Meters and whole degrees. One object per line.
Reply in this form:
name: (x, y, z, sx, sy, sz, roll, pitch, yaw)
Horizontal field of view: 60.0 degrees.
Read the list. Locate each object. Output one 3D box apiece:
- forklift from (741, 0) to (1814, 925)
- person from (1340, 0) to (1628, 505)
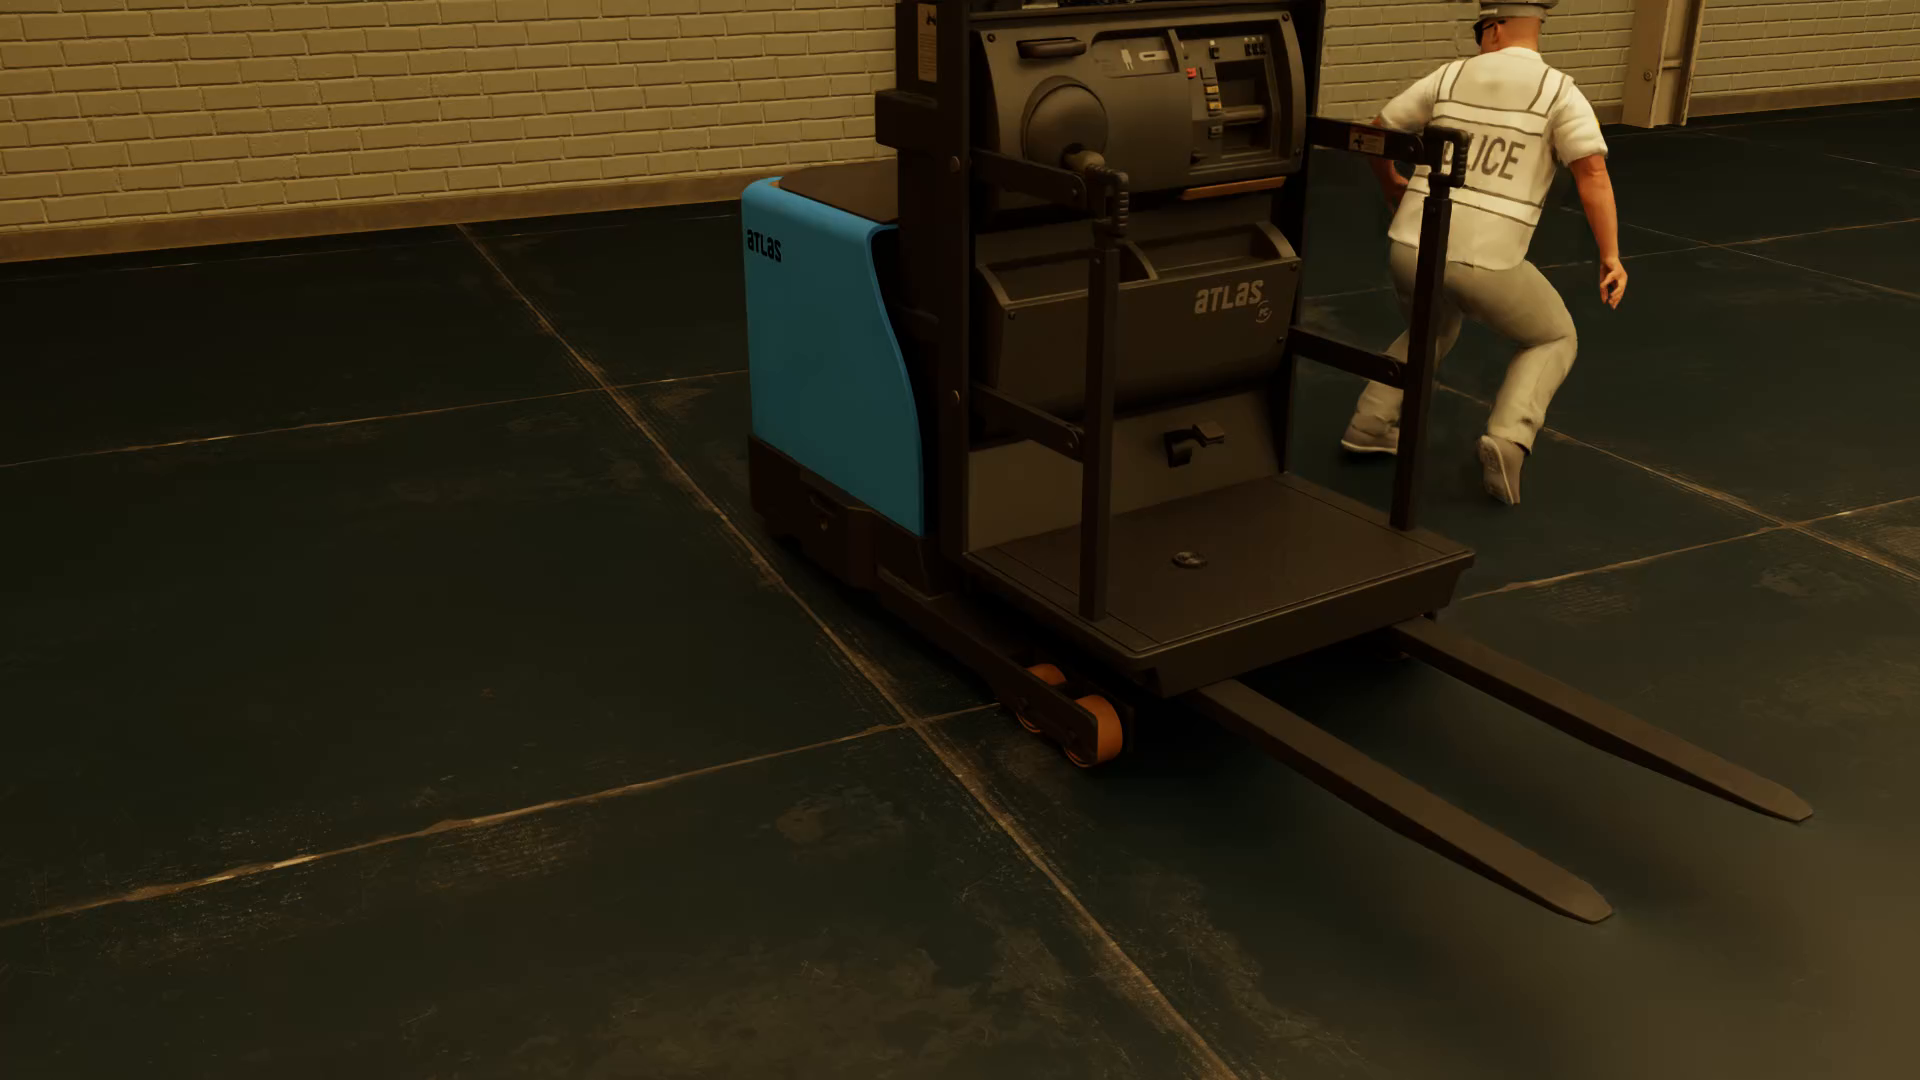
forklift: (0.569, -1.035, 3.777, 1.130, 2.935, 3.031, -14, 26, -30)
person: (1.717, -0.914, 5.374, 1.003, 1.648, 0.550, 20, 30, 39)
